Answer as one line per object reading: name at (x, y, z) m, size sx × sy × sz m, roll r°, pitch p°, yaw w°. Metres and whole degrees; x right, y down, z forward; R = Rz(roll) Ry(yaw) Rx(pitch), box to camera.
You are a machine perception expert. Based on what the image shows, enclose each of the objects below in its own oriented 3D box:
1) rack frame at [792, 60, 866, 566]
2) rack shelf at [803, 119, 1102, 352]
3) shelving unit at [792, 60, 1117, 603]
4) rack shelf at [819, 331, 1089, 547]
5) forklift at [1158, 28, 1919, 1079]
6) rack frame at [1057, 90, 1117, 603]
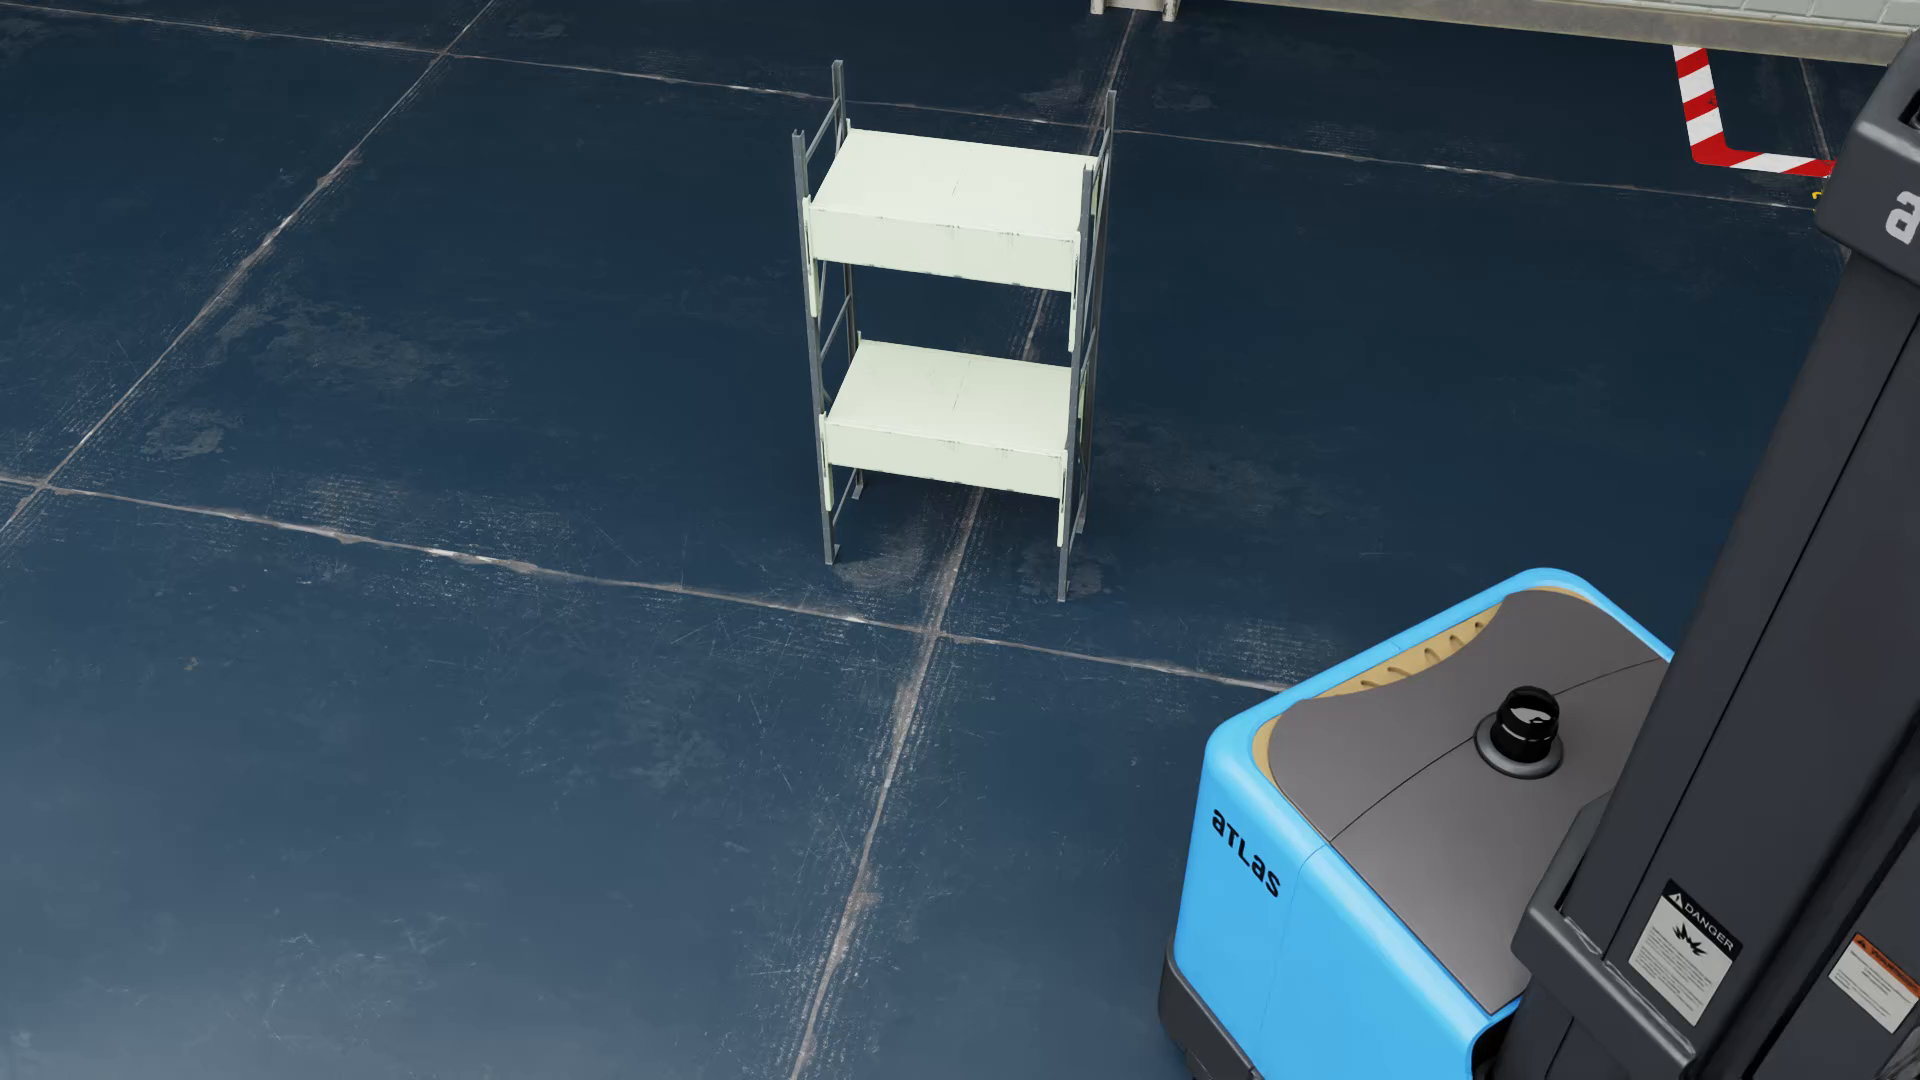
rack frame at (-0.364, -0.597, 4.789) m, size 0.023 × 1.500 × 0.400 m, roll 9°, pitch 45°, yaw 9°
rack shelf at (-0.007, -0.823, 4.460) m, size 0.720 × 0.370 × 0.431 m, roll 9°, pitch 45°, yaw 9°
shelving unit at (-0.007, -0.541, 4.731) m, size 0.755 × 1.500 × 0.431 m, roll 9°, pitch 45°, yaw 9°
rack shelf at (-0.007, -0.306, 4.957) m, size 0.720 × 0.370 × 0.431 m, roll 9°, pitch 45°, yaw 9°
forklift at (1.667, 0.802, 2.303) m, size 1.130 × 2.935 × 3.031 m, roll -23°, pitch 48°, yaw -22°
rack frame at (0.351, -0.486, 4.673) m, size 0.023 × 1.500 × 0.400 m, roll 9°, pitch 45°, yaw 9°
